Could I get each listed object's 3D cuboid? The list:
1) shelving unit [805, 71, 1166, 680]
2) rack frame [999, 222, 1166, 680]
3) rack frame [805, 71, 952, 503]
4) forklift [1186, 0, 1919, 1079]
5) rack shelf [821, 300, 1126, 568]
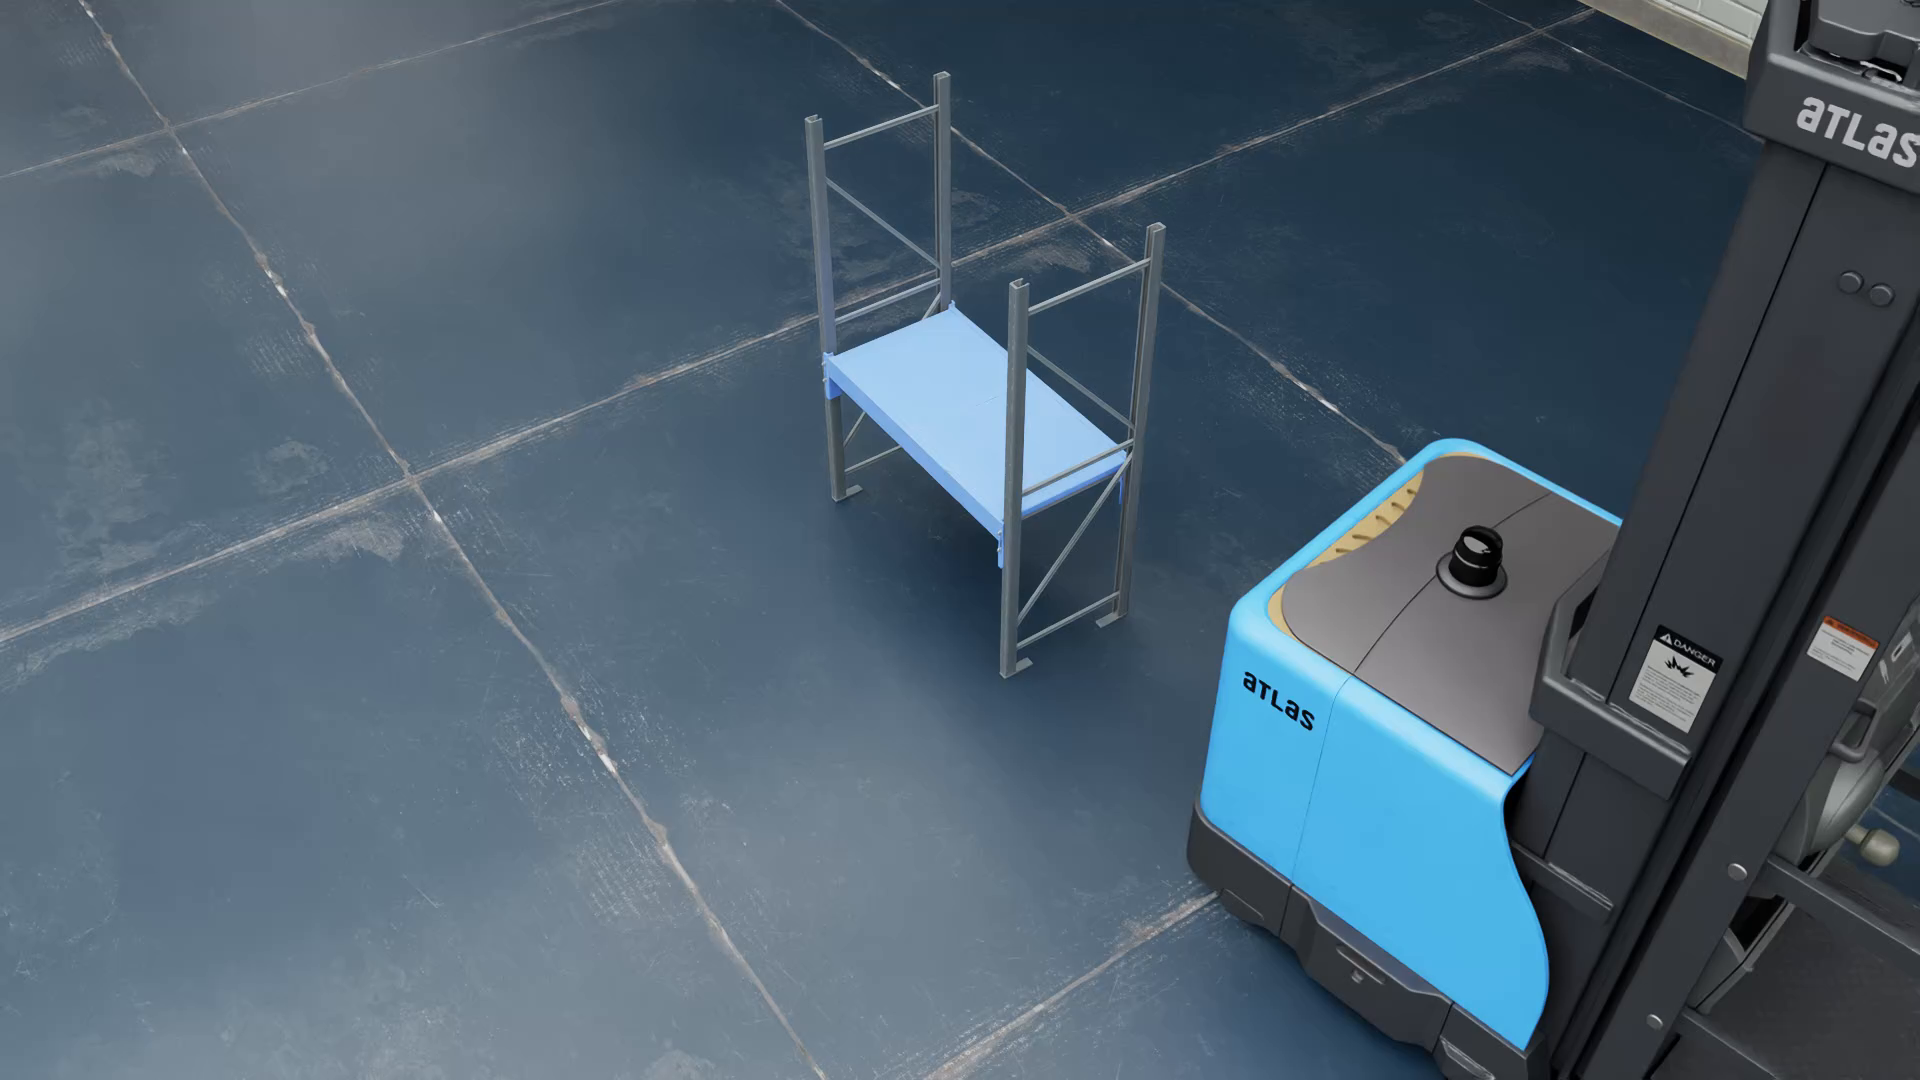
[{"bbox_3d":[0.049,-0.494,5.182,0.538,1.500,1.048,-26,49,-24],"label":"shelving unit"},{"bbox_3d":[0.340,-0.206,4.880,0.500,1.500,0.032,-26,49,-24],"label":"rack frame"},{"bbox_3d":[-0.242,-0.782,5.483,0.500,1.500,0.032,-26,49,-24],"label":"rack frame"},{"bbox_3d":[2.040,0.369,3.241,3.031,2.935,1.130,35,53,31],"label":"forklift"},{"bbox_3d":[0.049,-0.364,5.306,0.538,0.185,1.000,-26,49,-24],"label":"rack shelf"}]
